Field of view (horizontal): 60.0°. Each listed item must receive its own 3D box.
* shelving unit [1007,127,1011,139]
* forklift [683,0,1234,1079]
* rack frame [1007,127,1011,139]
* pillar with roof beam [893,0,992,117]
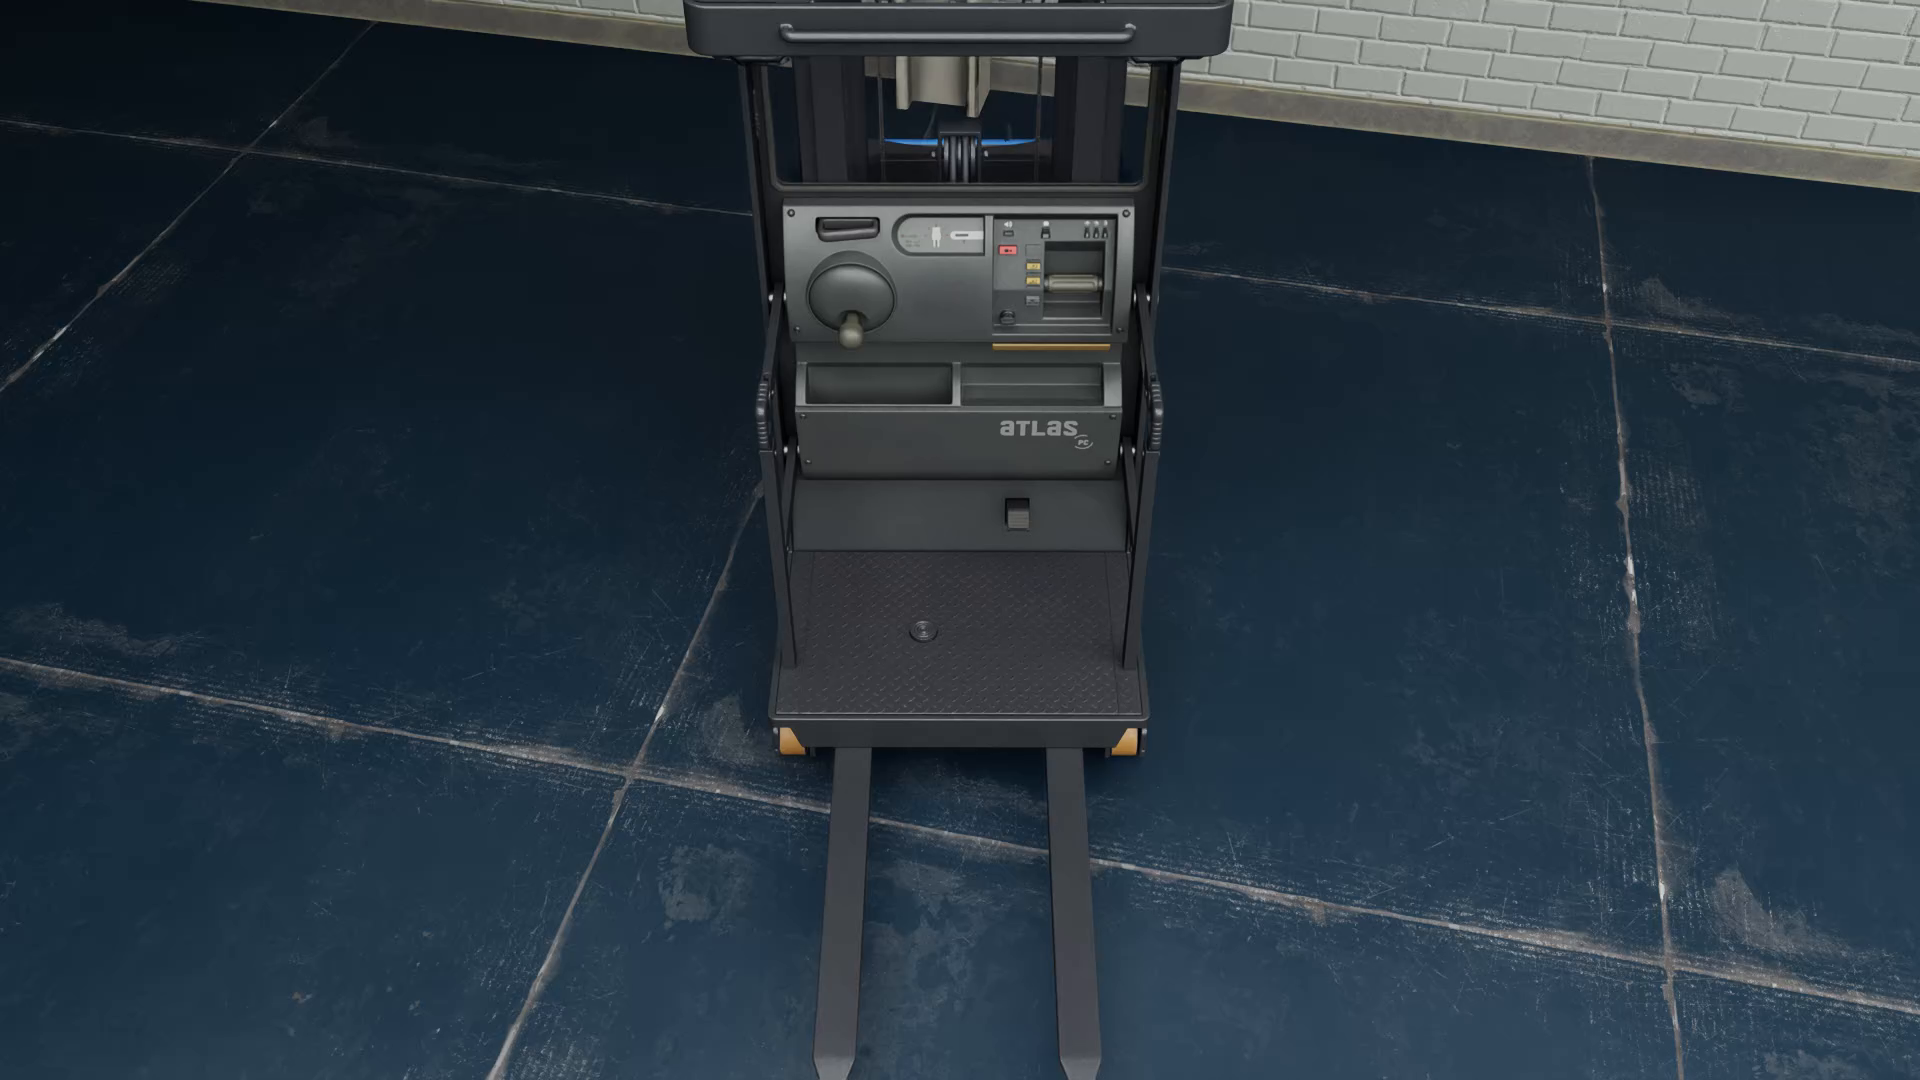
[{"bbox_3d":[0.226,-1.062,6.204,0.210,0.900,0.258,18,47,17],"label":"shelving unit"},{"bbox_3d":[-0.002,-0.620,4.281,1.130,2.935,3.031,0,44,0],"label":"forklift"},{"bbox_3d":[0.133,-1.091,6.235,0.006,0.900,0.240,18,47,17],"label":"rack frame"},{"bbox_3d":[-1.017,-2.451,1.807,0.400,9.000,9.100,9,45,9],"label":"pillar with roof beam"}]
